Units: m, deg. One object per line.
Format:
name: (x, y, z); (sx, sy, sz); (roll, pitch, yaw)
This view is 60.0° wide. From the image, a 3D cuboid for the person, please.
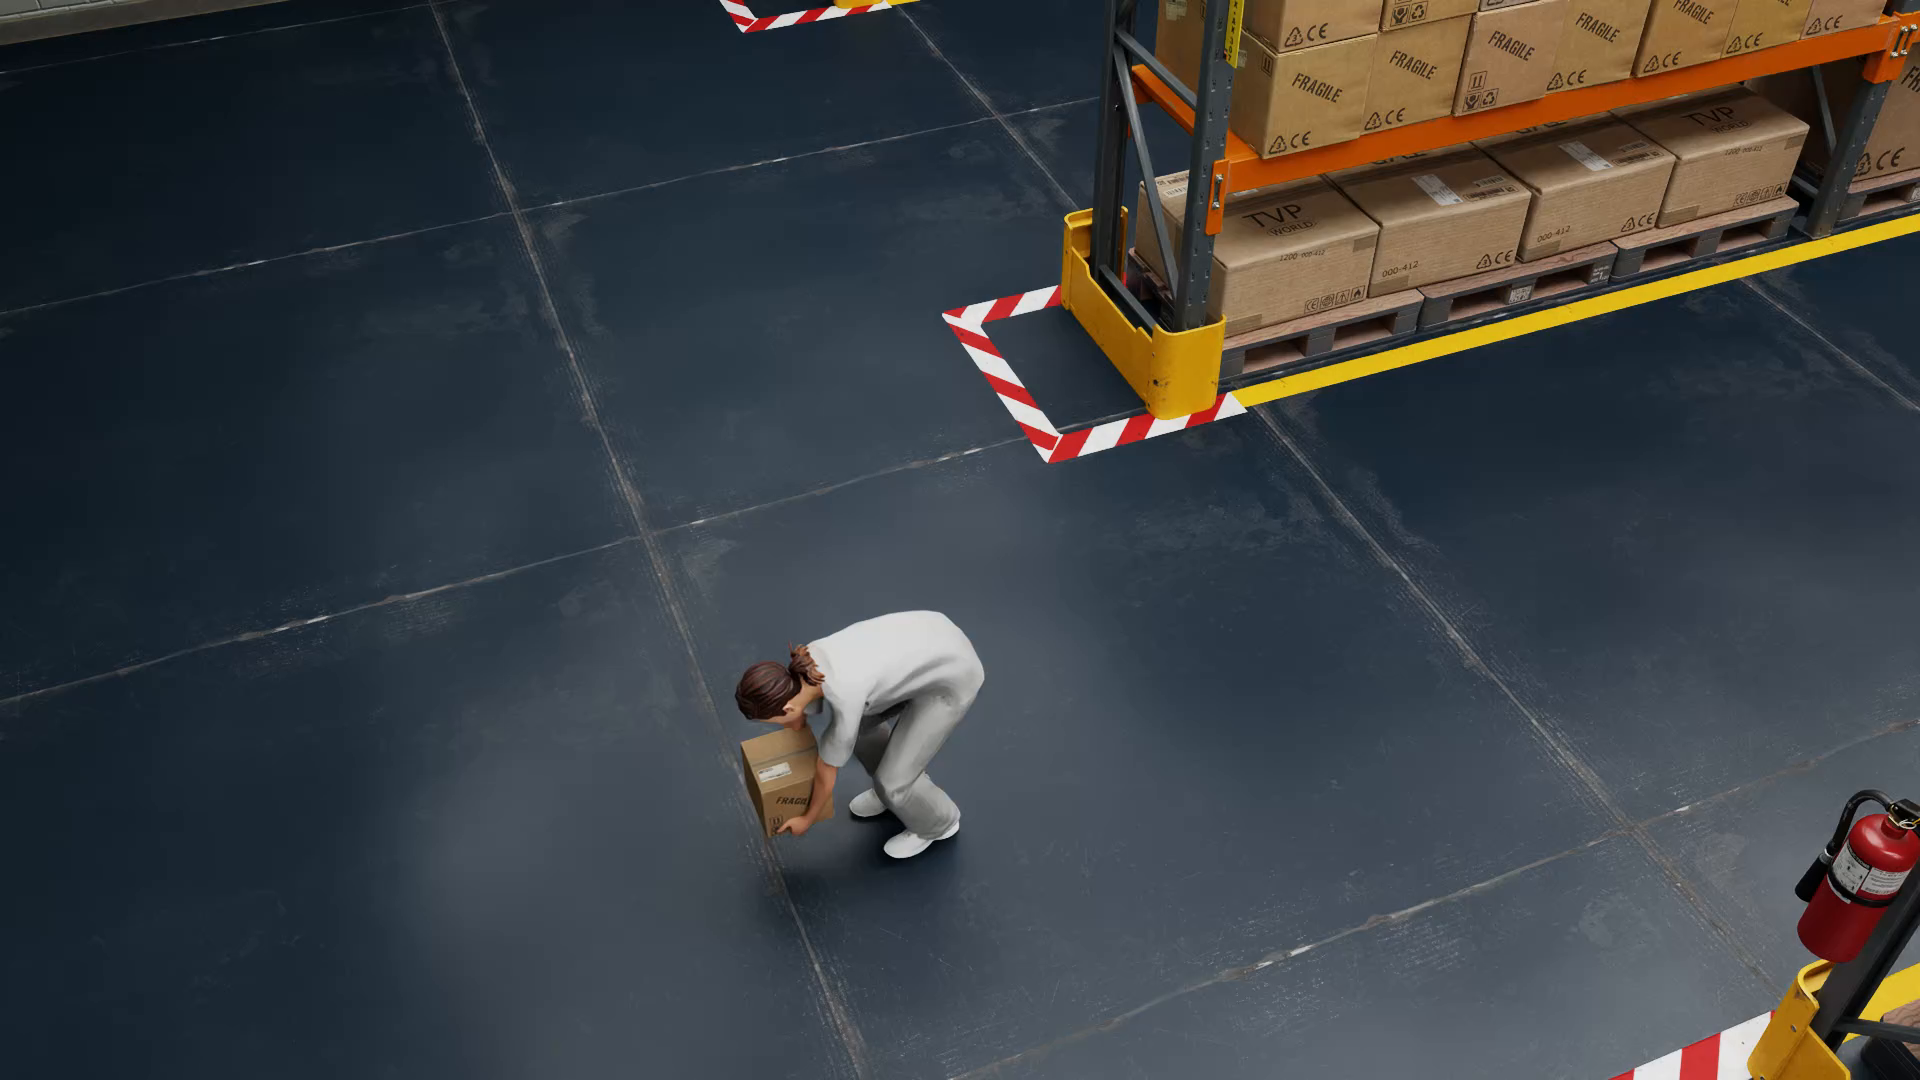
person: (-0.338, 0.707, 5.849); (0.864, 1.040, 0.457); (-18, 45, -19)
